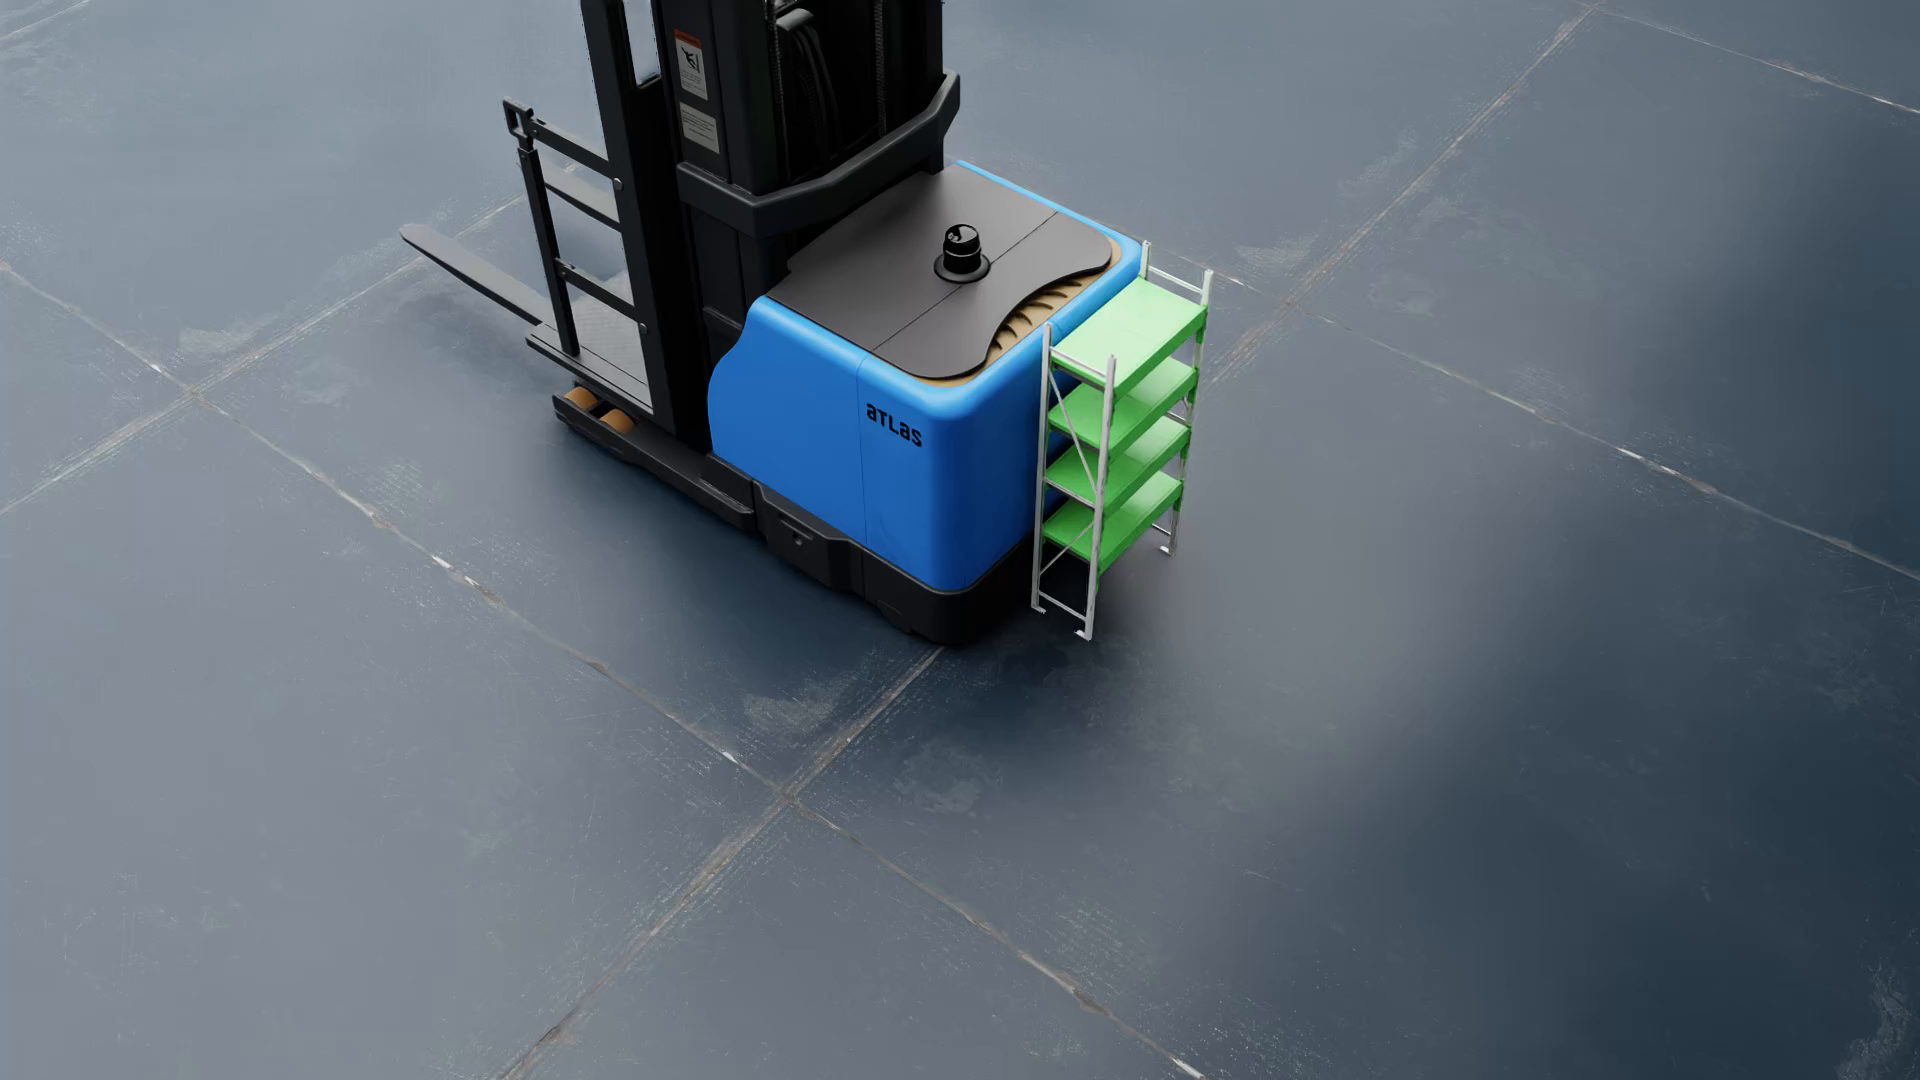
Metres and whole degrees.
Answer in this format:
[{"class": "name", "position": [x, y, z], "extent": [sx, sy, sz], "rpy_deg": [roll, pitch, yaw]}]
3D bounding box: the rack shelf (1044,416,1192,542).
[{"class": "rack shelf", "position": [0.487, -0.234, 5.233], "extent": [0.258, 0.148, 0.480], "rpy_deg": [30, 53, 26]}]

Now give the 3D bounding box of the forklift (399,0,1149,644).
[{"class": "forklift", "position": [-0.856, -1.584, 5.236], "extent": [3.031, 2.935, 1.130], "rpy_deg": [31, 54, 26]}]

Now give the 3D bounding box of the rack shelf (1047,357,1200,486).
[{"class": "rack shelf", "position": [0.487, -0.400, 5.059], "extent": [0.258, 0.148, 0.480], "rpy_deg": [30, 53, 26]}]

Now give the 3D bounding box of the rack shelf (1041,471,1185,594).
[{"class": "rack shelf", "position": [0.487, -0.069, 5.406], "extent": [0.258, 0.148, 0.480], "rpy_deg": [30, 53, 26]}]

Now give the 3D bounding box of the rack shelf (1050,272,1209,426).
[{"class": "rack shelf", "position": [0.487, -0.566, 4.885], "extent": [0.258, 0.148, 0.480], "rpy_deg": [30, 53, 26]}]

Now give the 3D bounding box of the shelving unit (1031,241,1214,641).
[{"class": "shelving unit", "position": [0.487, -0.279, 5.186], "extent": [0.258, 1.200, 0.503], "rpy_deg": [30, 53, 26]}]

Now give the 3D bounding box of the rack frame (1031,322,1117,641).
[{"class": "rack frame", "position": [0.334, -0.141, 5.055], "extent": [0.240, 1.200, 0.015], "rpy_deg": [30, 53, 26]}]

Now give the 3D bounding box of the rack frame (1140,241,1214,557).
[{"class": "rack frame", "position": [0.640, -0.416, 5.317], "extent": [0.240, 1.200, 0.015], "rpy_deg": [30, 53, 26]}]
